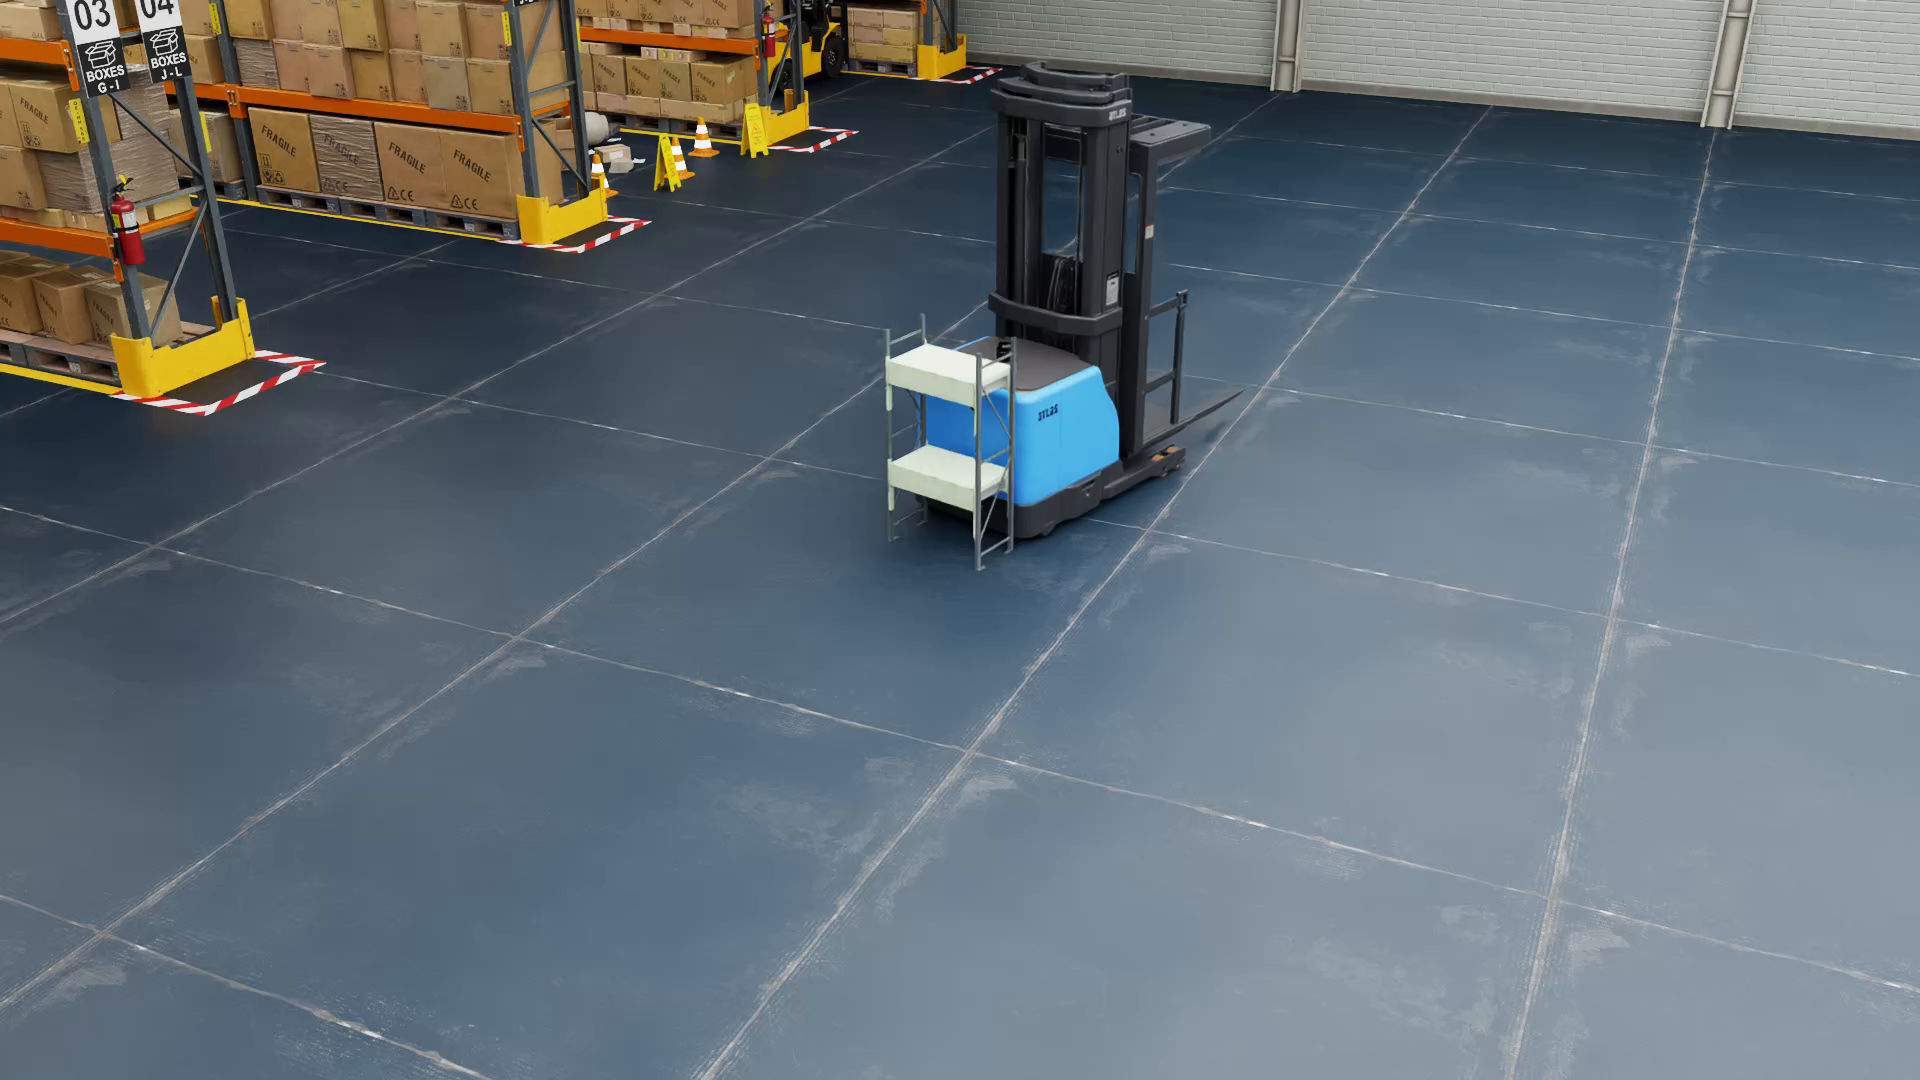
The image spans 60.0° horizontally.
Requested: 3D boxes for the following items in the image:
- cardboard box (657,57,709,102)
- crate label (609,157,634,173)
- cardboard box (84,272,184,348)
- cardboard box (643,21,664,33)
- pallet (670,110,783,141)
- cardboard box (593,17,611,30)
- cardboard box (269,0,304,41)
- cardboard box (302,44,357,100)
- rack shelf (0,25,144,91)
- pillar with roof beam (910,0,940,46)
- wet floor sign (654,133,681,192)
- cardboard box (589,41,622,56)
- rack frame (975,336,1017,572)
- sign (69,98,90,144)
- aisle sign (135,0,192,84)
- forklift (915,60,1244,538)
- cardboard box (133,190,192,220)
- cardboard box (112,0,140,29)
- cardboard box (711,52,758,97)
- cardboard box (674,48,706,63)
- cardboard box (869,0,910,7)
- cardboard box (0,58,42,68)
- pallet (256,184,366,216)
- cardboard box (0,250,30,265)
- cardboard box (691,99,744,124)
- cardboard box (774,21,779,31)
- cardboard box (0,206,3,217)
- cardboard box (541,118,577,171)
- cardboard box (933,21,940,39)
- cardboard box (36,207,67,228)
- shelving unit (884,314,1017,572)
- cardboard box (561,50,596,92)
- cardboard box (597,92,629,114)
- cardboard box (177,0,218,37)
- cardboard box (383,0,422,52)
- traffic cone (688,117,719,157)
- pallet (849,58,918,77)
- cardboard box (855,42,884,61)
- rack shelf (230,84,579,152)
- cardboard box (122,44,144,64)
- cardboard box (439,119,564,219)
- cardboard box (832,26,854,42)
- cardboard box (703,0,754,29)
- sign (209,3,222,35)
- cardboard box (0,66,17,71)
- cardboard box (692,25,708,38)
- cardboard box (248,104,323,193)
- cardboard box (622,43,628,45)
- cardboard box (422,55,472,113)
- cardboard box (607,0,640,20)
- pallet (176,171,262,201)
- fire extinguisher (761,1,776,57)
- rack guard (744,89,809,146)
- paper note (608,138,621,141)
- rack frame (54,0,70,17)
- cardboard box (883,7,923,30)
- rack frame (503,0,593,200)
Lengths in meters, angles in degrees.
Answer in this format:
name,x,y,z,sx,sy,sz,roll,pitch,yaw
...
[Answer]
name,x,y,z,sx,sy,sz,roll,pitch,yaw
cardboard box,-3.670,-6.158,22.151,0.500,0.500,0.500,12,29,24
crate label,-4.173,-4.617,20.474,0.298,0.136,0.250,-2,26,-5
cardboard box,-7.020,-1.935,14.138,0.500,0.500,0.500,17,31,31
cardboard box,-3.978,-6.807,21.964,0.250,0.149,0.380,11,28,21
pallet,-3.150,-5.657,22.501,1.213,0.211,1.003,11,28,22
cardboard box,-4.683,-6.926,22.206,0.250,0.149,0.380,12,28,22
cardboard box,-7.084,-5.871,18.386,0.550,0.550,0.875,11,28,22
cardboard box,-6.661,-5.221,18.289,0.550,0.550,0.875,11,28,22
rack shelf,-8.279,-4.135,13.672,4.000,0.370,1.077,11,28,22
pillar with roof beam,-2.348,-10.178,21.735,0.400,9.000,9.100,11,28,22
wet floor sign,-3.467,-4.457,19.573,0.232,0.644,0.267,6,27,13
cardboard box,-4.768,-6.640,22.396,0.250,0.149,0.380,13,29,25
rack frame,0.226,-0.536,10.640,0.023,1.500,0.400,19,32,33
sign,-6.706,-3.189,12.662,0.005,0.325,0.100,11,28,22
aisle sign,-6.278,-4.022,13.081,0.004,0.787,0.394,11,28,22
forklift,1.020,-1.901,11.792,1.130,2.935,3.031,21,33,36
cardboard box,-6.619,-2.782,13.789,0.250,0.149,0.380,11,28,22
cardboard box,-6.790,-4.217,13.194,0.500,0.250,0.500,12,29,23
cardboard box,-2.998,-6.286,22.409,0.500,0.500,0.500,10,28,20
cardboard box,-3.555,-6.396,21.898,0.250,0.149,0.380,12,29,23
cardboard box,-1.120,-8.385,26.391,0.500,0.250,0.500,11,28,22
cardboard box,-7.754,-3.769,13.927,0.500,0.500,0.500,11,28,22
pallet,-7.295,-4.033,19.202,1.213,0.211,1.003,11,28,22
cardboard box,-8.630,-2.272,14.824,0.500,0.500,0.500,9,28,17
cardboard box,-3.225,-5.730,22.131,0.500,0.250,0.500,11,28,22
cardboard box,-2.580,-6.764,21.877,0.250,0.149,0.380,11,28,22
cardboard box,-7.948,-2.825,13.877,0.250,0.149,0.380,11,28,22
cardboard box,-5.003,-4.915,20.663,0.637,0.503,0.797,-7,27,-14
cardboard box,-0.647,-8.077,26.330,0.500,0.250,0.500,12,29,23
cardboard box,-7.279,-2.674,13.570,0.250,0.149,0.380,11,28,22
shelving unit,-0.065,-0.634,10.839,0.755,1.500,0.431,19,32,33
cardboard box,-5.080,-6.445,22.732,0.500,0.500,0.500,13,29,24
cardboard box,-4.597,-6.012,22.703,0.500,0.250,0.500,11,28,21
cardboard box,-8.409,-6.036,18.869,0.500,0.500,0.700,11,28,21
cardboard box,-5.627,-5.578,17.792,0.550,0.550,0.875,11,28,22
traffic cone,-3.282,-5.153,21.193,0.334,0.463,0.336,11,28,22
pallet,-1.018,-7.600,26.447,1.213,0.211,1.003,11,28,22
cardboard box,-1.312,-7.736,26.205,0.500,0.250,0.500,11,28,22
rack shelf,-6.134,-4.766,18.348,4.000,0.370,1.077,11,28,22
cardboard box,-9.460,-5.672,19.261,0.500,0.500,0.500,12,29,22
cardboard box,-4.958,-4.055,18.021,0.875,0.875,0.875,12,28,22
cardboard box,-1.808,-8.052,26.281,0.500,0.250,0.500,11,28,21
cardboard box,-2.964,-6.898,21.415,0.500,0.500,0.500,11,28,21
sign,-8.170,-5.718,18.247,0.005,0.325,0.100,11,28,22
cardboard box,-7.973,-3.556,13.496,0.500,0.500,0.500,11,28,22
cardboard box,-3.286,-6.658,21.662,0.250,0.149,0.380,11,28,21
cardboard box,-7.411,-4.546,19.018,0.875,0.875,0.875,12,29,23
cardboard box,-4.884,-6.662,23.173,0.500,0.500,0.500,12,29,23
cardboard box,-5.179,-4.931,17.701,0.550,0.550,0.875,11,28,22
cardboard box,-4.326,-7.185,21.997,0.500,0.500,0.500,12,29,22
pallet,-8.688,-4.314,19.773,1.213,0.211,1.003,11,28,22
fire extinguisher,-2.443,-6.491,21.125,0.183,0.674,0.296,11,28,22
rack guard,-2.425,-5.624,22.107,0.348,0.500,1.175,11,28,22
paper note,-4.565,-5.293,21.965,0.148,0.019,0.142,2,26,4
rack frame,-6.458,-5.438,12.108,0.127,3.000,1.000,11,28,22
cardboard box,-0.853,-8.090,25.792,0.500,0.250,0.500,12,29,24
rack frame,-4.313,-4.723,17.446,0.127,3.000,1.000,11,28,22
